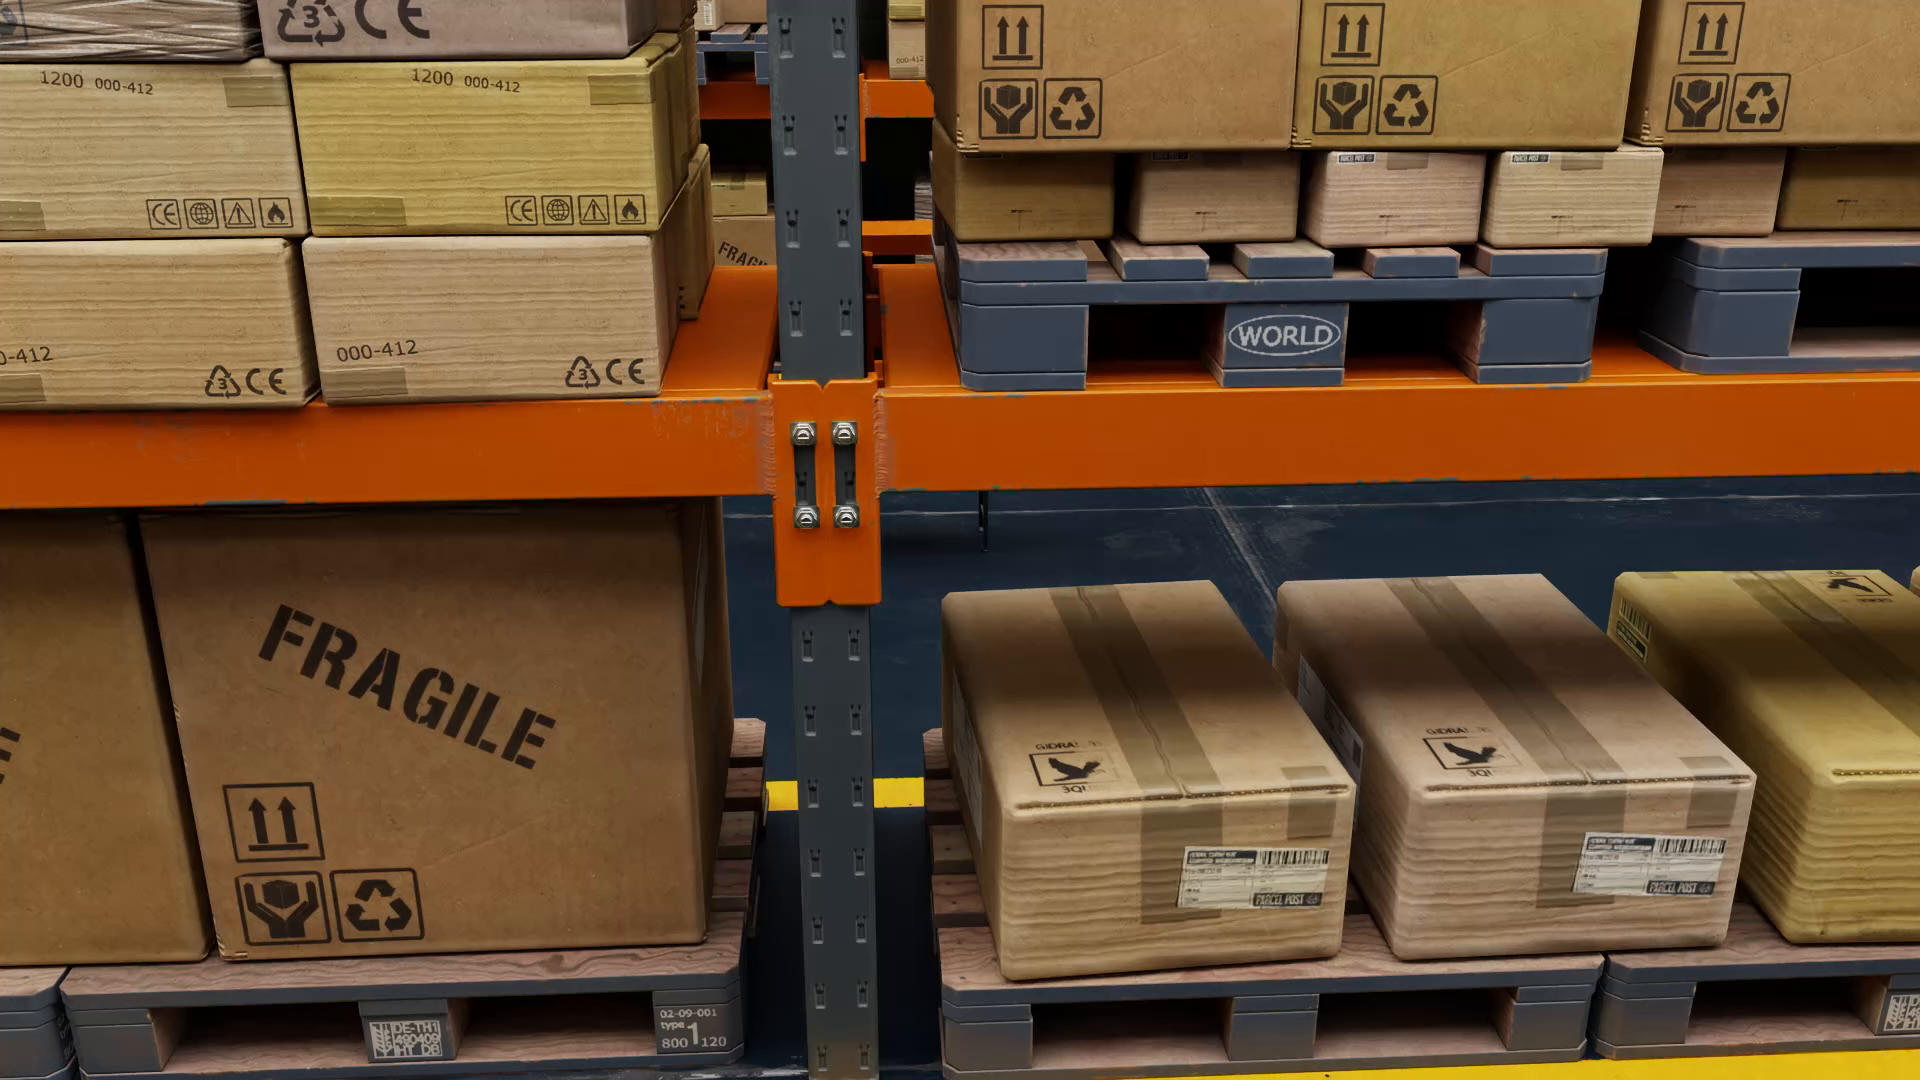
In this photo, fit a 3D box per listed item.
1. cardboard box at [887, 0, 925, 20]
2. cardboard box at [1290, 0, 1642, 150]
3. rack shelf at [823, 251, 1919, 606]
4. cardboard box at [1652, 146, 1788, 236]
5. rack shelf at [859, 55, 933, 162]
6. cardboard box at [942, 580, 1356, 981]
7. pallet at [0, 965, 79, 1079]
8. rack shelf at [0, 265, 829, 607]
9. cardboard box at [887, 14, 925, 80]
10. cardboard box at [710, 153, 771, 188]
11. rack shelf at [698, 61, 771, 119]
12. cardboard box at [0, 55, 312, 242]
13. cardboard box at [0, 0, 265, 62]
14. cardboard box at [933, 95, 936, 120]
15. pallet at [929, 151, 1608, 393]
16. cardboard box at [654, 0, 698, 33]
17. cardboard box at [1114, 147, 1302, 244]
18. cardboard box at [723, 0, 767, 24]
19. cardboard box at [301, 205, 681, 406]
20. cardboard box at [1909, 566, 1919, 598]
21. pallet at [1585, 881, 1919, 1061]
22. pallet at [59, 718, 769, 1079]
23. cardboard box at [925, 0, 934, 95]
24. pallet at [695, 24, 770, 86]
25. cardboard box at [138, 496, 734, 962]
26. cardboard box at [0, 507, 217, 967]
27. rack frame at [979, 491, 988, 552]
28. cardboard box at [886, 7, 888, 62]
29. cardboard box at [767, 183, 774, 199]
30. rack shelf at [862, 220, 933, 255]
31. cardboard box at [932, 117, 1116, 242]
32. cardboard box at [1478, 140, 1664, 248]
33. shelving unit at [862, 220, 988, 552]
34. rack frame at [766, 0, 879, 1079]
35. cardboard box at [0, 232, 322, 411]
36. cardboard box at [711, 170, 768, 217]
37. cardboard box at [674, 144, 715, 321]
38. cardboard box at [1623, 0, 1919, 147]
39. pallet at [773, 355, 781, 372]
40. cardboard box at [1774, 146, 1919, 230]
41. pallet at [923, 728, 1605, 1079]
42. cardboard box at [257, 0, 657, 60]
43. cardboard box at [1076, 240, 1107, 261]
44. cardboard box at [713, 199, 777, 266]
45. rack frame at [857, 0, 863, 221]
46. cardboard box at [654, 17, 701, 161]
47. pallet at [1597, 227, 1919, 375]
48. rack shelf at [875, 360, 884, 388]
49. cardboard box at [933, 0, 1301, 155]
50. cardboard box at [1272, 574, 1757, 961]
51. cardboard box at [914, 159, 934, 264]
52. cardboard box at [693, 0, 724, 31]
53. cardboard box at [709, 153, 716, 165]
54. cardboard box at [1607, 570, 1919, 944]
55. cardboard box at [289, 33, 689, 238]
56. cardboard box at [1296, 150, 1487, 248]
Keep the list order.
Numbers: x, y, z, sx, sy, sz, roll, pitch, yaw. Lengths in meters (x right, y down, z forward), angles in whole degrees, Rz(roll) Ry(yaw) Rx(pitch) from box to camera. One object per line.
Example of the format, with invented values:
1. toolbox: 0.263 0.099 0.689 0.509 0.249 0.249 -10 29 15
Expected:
1. cardboard box: -0.067 -2.425 7.284 0.500 0.250 0.500 -1 21 -3
2. cardboard box: 0.744 -0.907 2.640 0.500 0.500 0.500 0 21 0
3. rack shelf: 1.758 -0.290 3.178 4.000 0.370 1.077 -1 21 -3
4. cardboard box: 1.169 -0.619 2.793 0.250 0.149 0.380 0 21 0
5. rack shelf: 1.471 -2.053 7.809 4.000 0.370 1.077 -1 21 -3
6. cardboard box: 0.326 0.438 3.357 0.625 0.372 0.950 -3 21 -7
7. pallet: -2.245 0.731 3.405 1.213 0.211 1.003 -1 21 -3
8. rack shelf: -2.235 -0.209 2.964 4.000 0.370 1.077 -1 21 -3
9. cardboard box: -0.069 -2.201 7.396 0.500 0.250 0.500 -1 21 -3
10. cardboard box: -1.064 -1.780 8.092 0.250 0.149 0.380 0 21 0
11. rack shelf: -2.522 -1.972 7.595 4.000 0.370 1.077 -1 21 -3
12. cardboard box: -1.219 -0.637 2.587 0.500 0.250 0.500 -2 21 -4
13. cardboard box: -1.251 -0.983 2.440 0.500 0.500 0.500 -1 21 -2
14. cardboard box: 0.075 -0.755 3.150 0.250 0.149 0.380 0 21 -1
15. pallet: 0.467 -0.548 3.114 1.003 0.211 1.213 -1 21 -3
16. cardboard box: -0.745 -1.176 2.949 0.500 0.500 0.500 -2 21 -5
17. cardboard box: 0.381 -0.599 2.740 0.250 0.149 0.380 -2 21 -6
18. cardboard box: -1.048 -2.637 7.600 0.500 0.500 0.500 0 21 -1
19. cardboard box: -0.728 -0.413 2.700 0.500 0.250 0.500 -2 21 -5
20. cardboard box: 2.514 0.392 3.477 0.625 0.372 0.950 0 21 0
21. pallet: 1.757 0.679 3.542 1.213 0.211 1.003 -1 21 -3
22. pallet: -1.030 0.707 3.467 1.213 0.211 1.003 -1 21 -3
23. cardboard box: 0.200 -1.075 3.081 0.500 0.500 0.500 -2 21 -5
24. pallet: -1.198 -2.220 7.506 1.003 0.211 1.213 -1 21 -3
25. cardboard box: -0.933 0.196 3.287 0.875 0.875 0.875 -1 21 -4
26. cardboard box: -1.823 0.212 3.243 0.875 0.875 0.875 -1 21 -2
27. rack frame: 0.078 -0.562 5.412 0.015 1.200 0.240 -1 21 -3
28. cardboard box: -0.091 -2.378 7.863 0.500 0.250 0.500 -2 21 -4
29. cardboard box: -0.962 -1.468 8.183 0.500 0.500 0.500 0 21 -1
30. rack shelf: -0.165 -0.925 5.259 0.480 0.148 0.258 -1 21 -3
31. cardboard box: 0.097 -0.605 2.757 0.250 0.149 0.380 -2 21 -6
32. cardboard box: 0.932 -0.586 2.707 0.250 0.149 0.380 -1 21 -3
33. shelving unit: -0.165 -0.557 5.399 0.503 1.200 0.258 -1 21 -3
34. rack frame: -0.238 -0.585 2.943 0.127 3.000 1.000 -1 21 -3
35. cardboard box: -1.238 -0.397 2.658 0.500 0.250 0.500 -1 21 -2
36. cardboard box: -1.004 -1.580 7.566 0.250 0.149 0.380 -2 21 -6
37. cardboard box: -0.741 -0.595 3.178 0.500 0.250 0.500 -2 21 -4
38. cardboard box: 1.274 -0.921 2.674 0.500 0.500 0.500 -1 21 -2
39. pallet: -1.273 -1.044 8.066 1.213 0.211 1.003 -1 21 -3
40. cardboard box: 1.448 -0.638 2.845 0.250 0.149 0.380 0 21 -1
41. pallet: 0.542 0.702 3.479 1.213 0.211 1.003 -1 21 -3
42. cardboard box: -0.740 -0.996 2.476 0.500 0.500 0.500 -2 21 -5
43. cardboard box: 0.750 -1.459 7.984 0.625 0.625 0.875 0 21 -1
44. cardboard box: -0.935 -1.292 7.721 0.500 0.500 0.500 -1 21 -1
45. rack frame: -0.525 -2.349 7.574 0.127 3.000 1.000 -1 21 -3
46. cardboard box: -0.758 -0.826 3.084 0.500 0.250 0.500 -1 21 -3
47. pallet: 1.736 -0.551 3.121 1.213 0.211 1.003 -1 21 -3
48. rack shelf: -0.165 -0.494 5.423 0.480 0.148 0.258 -1 21 -3
49. cardboard box: 0.224 -0.894 2.605 0.500 0.500 0.500 -2 21 -5
50. cardboard box: 1.062 0.421 3.403 0.625 0.372 0.950 -2 21 -4
51. cardboard box: 0.098 -1.443 7.942 0.625 0.625 0.875 -1 21 -1
52. cardboard box: -1.159 -2.278 7.151 0.250 0.149 0.380 -1 21 -2
53. cardboard box: -1.331 -1.784 8.102 0.250 0.149 0.380 -1 21 -1
54. cardboard box: 1.820 0.407 3.439 0.625 0.372 0.950 0 21 -1
55. cardboard box: -0.707 -0.649 2.618 0.500 0.250 0.500 -1 21 -3
56. cardboard box: 0.657 -0.588 2.712 0.250 0.149 0.380 -3 21 -7
